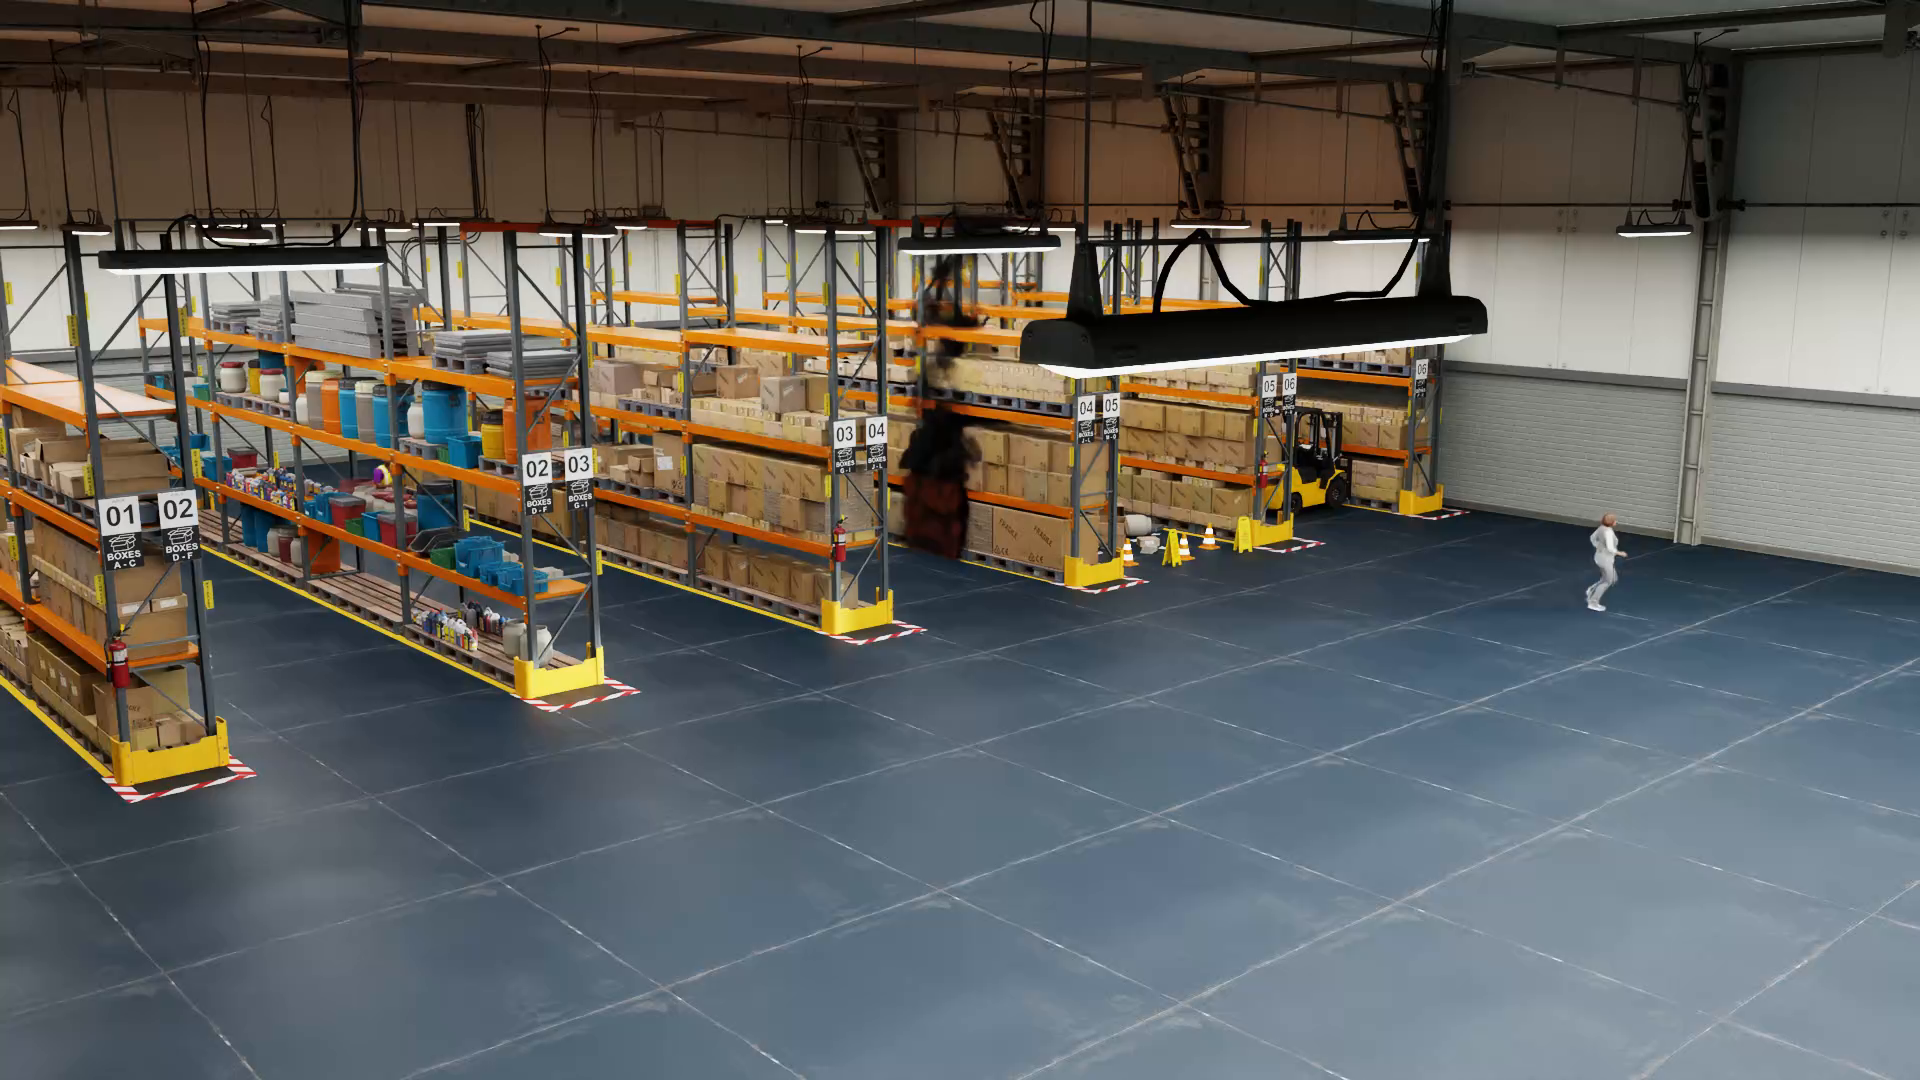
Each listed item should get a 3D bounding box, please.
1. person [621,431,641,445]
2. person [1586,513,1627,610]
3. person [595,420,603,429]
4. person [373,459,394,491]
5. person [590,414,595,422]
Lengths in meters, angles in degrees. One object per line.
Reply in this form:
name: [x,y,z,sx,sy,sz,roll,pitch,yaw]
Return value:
person: [-8.210,-2.816,41.577,0.535,1.659,0.670,10,15,40]
person: [10.211,0.336,26.230,0.545,1.559,0.566,1,11,5]
person: [-9.035,-2.759,41.386,0.586,1.737,0.707,7,13,31]
person: [-10.780,-0.807,31.454,0.769,1.801,0.643,11,16,43]
person: [-9.236,-2.651,40.982,0.749,1.615,0.747,-4,12,-19]
